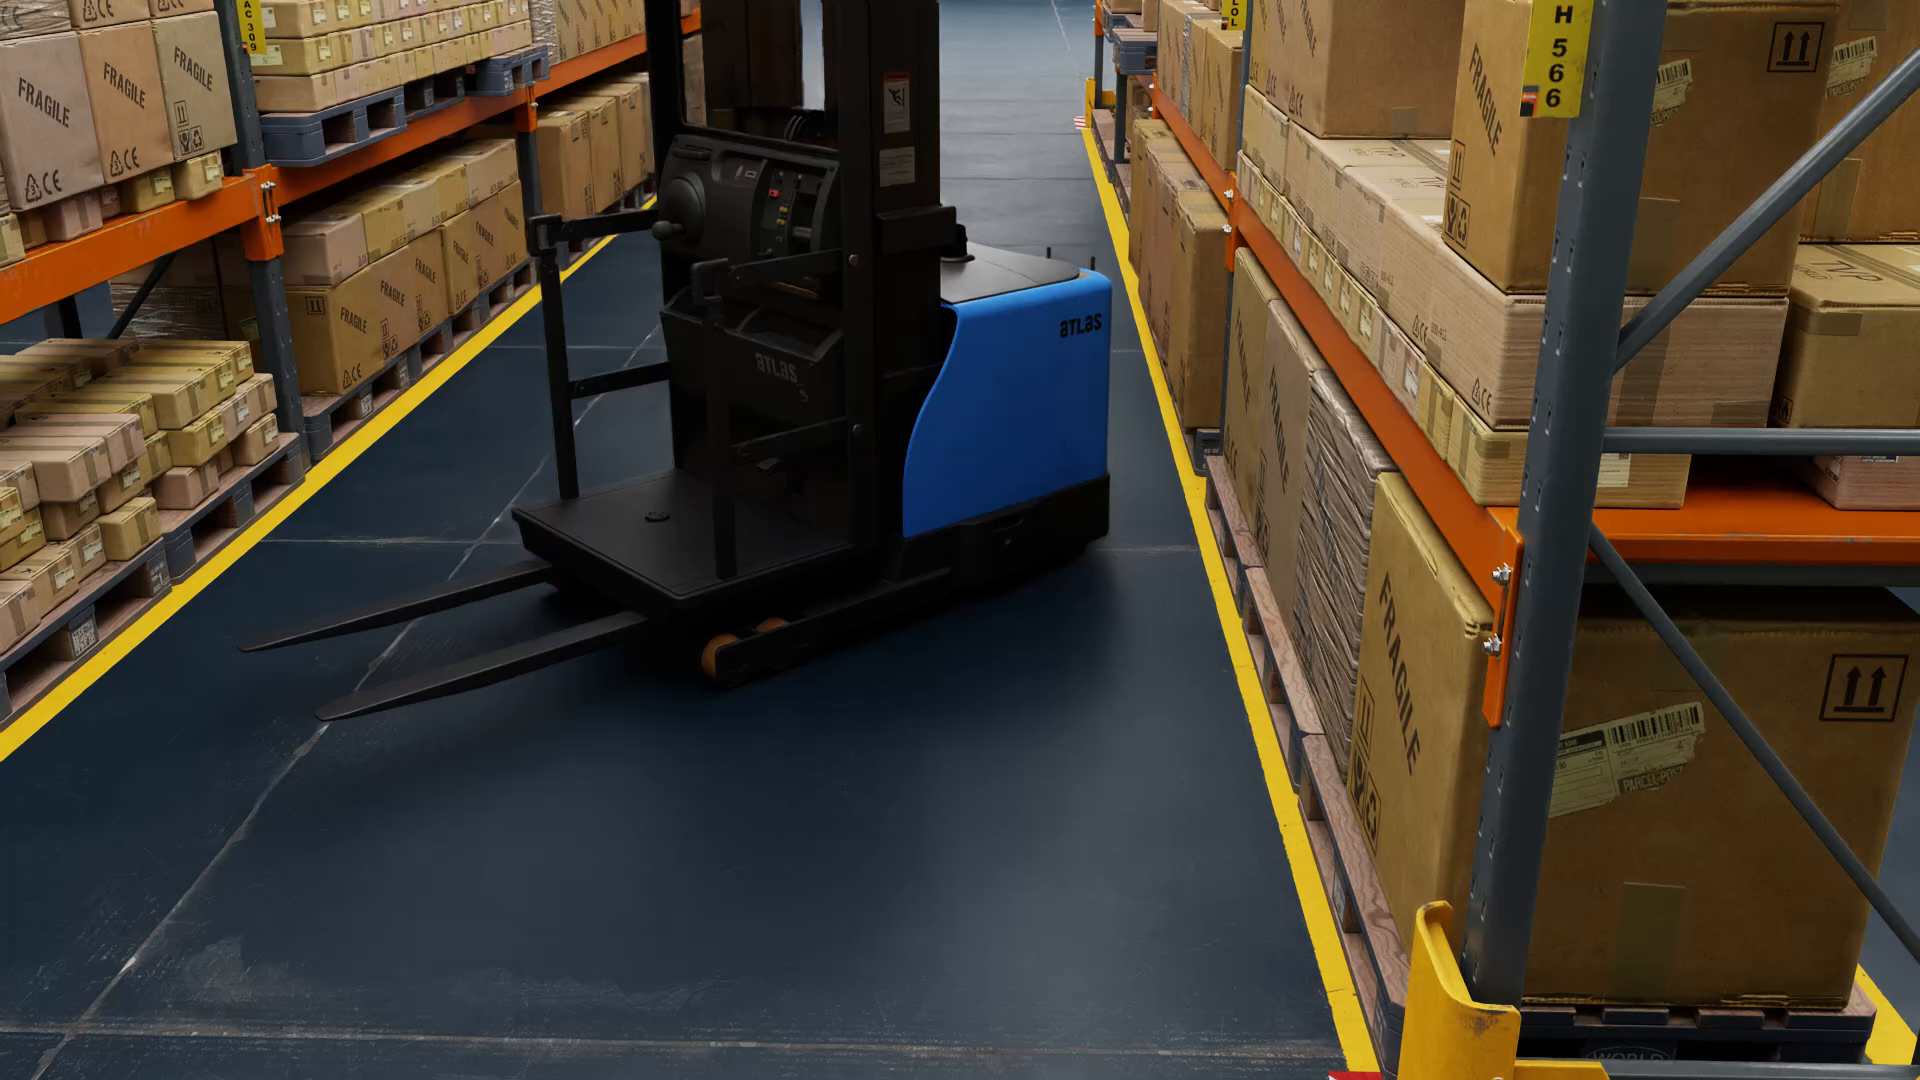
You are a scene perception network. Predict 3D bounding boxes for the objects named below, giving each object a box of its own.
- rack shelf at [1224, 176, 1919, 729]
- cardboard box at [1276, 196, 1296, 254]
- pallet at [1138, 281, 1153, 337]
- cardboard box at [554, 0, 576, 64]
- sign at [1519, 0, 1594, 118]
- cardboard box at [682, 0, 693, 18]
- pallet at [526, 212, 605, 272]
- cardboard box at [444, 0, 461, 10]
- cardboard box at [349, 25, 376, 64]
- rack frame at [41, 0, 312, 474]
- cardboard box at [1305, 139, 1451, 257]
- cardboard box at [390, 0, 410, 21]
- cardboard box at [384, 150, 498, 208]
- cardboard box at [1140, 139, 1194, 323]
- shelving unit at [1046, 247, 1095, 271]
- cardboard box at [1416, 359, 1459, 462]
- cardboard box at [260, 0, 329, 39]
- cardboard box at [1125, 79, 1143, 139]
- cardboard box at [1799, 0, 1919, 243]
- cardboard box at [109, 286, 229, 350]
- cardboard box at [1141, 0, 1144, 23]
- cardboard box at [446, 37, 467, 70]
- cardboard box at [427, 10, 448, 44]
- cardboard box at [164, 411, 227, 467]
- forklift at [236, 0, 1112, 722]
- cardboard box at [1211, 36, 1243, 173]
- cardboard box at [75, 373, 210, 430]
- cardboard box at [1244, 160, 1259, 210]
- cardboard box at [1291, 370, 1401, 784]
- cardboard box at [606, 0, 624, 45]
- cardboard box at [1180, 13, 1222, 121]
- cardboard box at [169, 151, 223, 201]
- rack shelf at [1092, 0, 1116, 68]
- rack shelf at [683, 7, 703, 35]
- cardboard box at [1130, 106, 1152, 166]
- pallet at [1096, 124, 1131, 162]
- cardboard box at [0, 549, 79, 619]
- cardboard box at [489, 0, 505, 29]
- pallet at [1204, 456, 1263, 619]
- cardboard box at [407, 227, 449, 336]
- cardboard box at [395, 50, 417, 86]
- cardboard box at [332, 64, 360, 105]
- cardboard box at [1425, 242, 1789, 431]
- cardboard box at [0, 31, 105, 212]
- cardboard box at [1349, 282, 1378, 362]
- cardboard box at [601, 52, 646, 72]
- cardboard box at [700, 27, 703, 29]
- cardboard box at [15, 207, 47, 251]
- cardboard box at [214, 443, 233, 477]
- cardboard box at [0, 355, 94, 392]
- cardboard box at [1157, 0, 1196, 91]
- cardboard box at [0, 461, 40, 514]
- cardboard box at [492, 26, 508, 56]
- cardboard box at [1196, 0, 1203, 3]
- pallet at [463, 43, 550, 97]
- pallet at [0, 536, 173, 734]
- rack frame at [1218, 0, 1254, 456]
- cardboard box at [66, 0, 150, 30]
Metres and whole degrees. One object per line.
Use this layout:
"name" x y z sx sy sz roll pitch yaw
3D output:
"rack shelf" 1.534 -0.544 4.780 1.077 0.370 4.000 1 21 2
"cardboard box" 1.224 -1.005 5.319 0.380 0.149 0.250 0 21 1
"pallet" 1.617 -1.465 10.013 1.003 0.211 1.213 1 21 2
"cardboard box" -2.942 -3.530 11.342 0.500 0.500 0.500 0 21 1
"sign" 0.931 -0.818 2.562 0.100 0.325 0.005 1 21 2
"cardboard box" -2.989 -5.183 15.533 0.875 0.550 0.550 1 21 2
"pallet" -3.139 -2.124 11.712 1.003 0.211 1.213 1 21 2
"cardboard box" -2.836 -2.846 8.663 0.380 0.149 0.250 2 21 4
"cardboard box" -2.875 -2.236 7.500 0.380 0.149 0.250 1 21 3
"rack frame" -3.360 -1.694 6.748 1.000 3.000 0.127 1 21 2
"cardboard box" 1.266 -0.959 4.651 0.500 0.250 0.500 1 21 2
"cardboard box" -2.858 -2.564 7.934 0.380 0.149 0.250 0 21 1
"cardboard box" -3.001 -2.087 9.600 0.500 0.250 0.500 1 21 2
"cardboard box" 1.640 -1.683 9.076 1.225 0.875 0.875 1 21 2
"shelving unit" 0.367 -0.625 6.688 0.215 1.050 0.252 -18 27 -38
"cardboard box" 1.161 -0.266 3.415 0.380 0.149 0.250 1 21 2
"cardboard box" -2.888 -2.187 6.964 0.380 0.149 0.250 2 21 4
"cardboard box" 1.840 -4.103 15.831 0.500 0.500 0.500 -1 21 -3
"cardboard box" 1.773 -0.926 3.529 0.500 0.500 0.500 0 21 0
"cardboard box" -3.589 -0.995 7.821 0.500 0.500 0.500 0 21 1
"cardboard box" 1.497 -3.788 11.751 0.396 0.266 0.258 0 21 0
"cardboard box" -2.838 -2.572 8.777 0.380 0.149 0.250 1 21 3
"cardboard box" -3.169 -2.598 8.640 1.036 0.298 0.538 0 21 1
"cardboard box" -3.038 -0.387 6.329 0.380 0.149 0.250 0 21 0
"forklift" -0.864 -1.111 5.340 3.031 2.935 1.130 -18 27 -38
"cardboard box" 1.336 -1.822 6.939 0.500 0.500 0.500 1 21 2
"cardboard box" -3.079 -0.524 6.270 0.380 0.149 0.250 0 21 1
"cardboard box" 1.245 -1.287 6.048 0.380 0.149 0.250 0 21 0
"cardboard box" 1.440 0.077 4.541 0.875 0.875 0.875 1 21 2
"cardboard box" -2.896 -4.076 12.749 0.500 0.500 0.500 1 21 2
"cardboard box" 1.387 -2.370 8.353 0.500 0.500 0.500 1 21 2
"cardboard box" -3.033 -1.377 6.278 0.380 0.149 0.250 0 21 0
"rack shelf" 1.899 -4.883 15.962 1.077 0.370 4.000 1 21 2
"rack shelf" -3.056 -4.974 16.197 1.077 0.370 4.000 1 21 2
"cardboard box" 1.798 -3.313 13.769 0.700 0.500 0.500 -1 21 -3
"pallet" 1.857 -3.881 16.239 1.003 0.211 1.213 1 21 2
"cardboard box" -3.112 0.140 5.381 0.380 0.149 0.250 1 21 2
"cardboard box" -2.810 -2.982 9.424 0.380 0.149 0.250 1 21 3
"pallet" 1.493 -0.029 6.311 1.003 0.211 1.213 1 21 2
"cardboard box" -3.055 -1.370 8.787 0.500 0.500 0.500 1 21 3
"cardboard box" -2.858 -2.283 8.034 0.380 0.149 0.250 0 21 -1
"cardboard box" -2.886 -2.010 7.330 0.380 0.149 0.250 1 21 2
"cardboard box" 1.223 -0.403 3.218 0.500 0.250 0.500 0 21 1
"cardboard box" -3.126 -1.334 5.270 0.500 0.500 0.500 1 21 1
"cardboard box" 1.184 -0.541 4.124 0.380 0.149 0.250 0 21 0
"cardboard box" -3.027 -4.018 15.095 0.875 0.875 0.875 1 21 2
"cardboard box" -2.949 -4.992 17.605 0.875 0.875 0.875 1 21 2
"cardboard box" -3.173 -0.998 5.301 0.380 0.149 0.250 0 21 1
"cardboard box" -3.123 -0.322 6.573 0.380 0.149 0.250 1 21 3
"cardboard box" -3.645 -0.617 6.510 0.380 0.149 0.250 2 21 4
"cardboard box" 1.430 -2.923 9.777 0.500 0.500 0.500 1 21 3
"cardboard box" -3.194 -0.145 5.295 0.380 0.149 0.250 1 21 2
"cardboard box" -2.810 -2.853 9.501 0.380 0.149 0.250 1 21 3
"cardboard box" 1.678 -3.299 9.360 0.797 0.503 0.637 1 21 3
"pallet" -3.153 -2.792 9.843 1.213 0.211 1.003 1 21 2
"pallet" -3.379 0.292 5.486 1.003 0.211 1.213 1 21 2
"rack frame" 1.595 -1.603 6.513 1.000 3.000 0.127 1 21 2
"cardboard box" -3.114 -1.985 5.568 0.500 0.500 0.500 0 21 0
